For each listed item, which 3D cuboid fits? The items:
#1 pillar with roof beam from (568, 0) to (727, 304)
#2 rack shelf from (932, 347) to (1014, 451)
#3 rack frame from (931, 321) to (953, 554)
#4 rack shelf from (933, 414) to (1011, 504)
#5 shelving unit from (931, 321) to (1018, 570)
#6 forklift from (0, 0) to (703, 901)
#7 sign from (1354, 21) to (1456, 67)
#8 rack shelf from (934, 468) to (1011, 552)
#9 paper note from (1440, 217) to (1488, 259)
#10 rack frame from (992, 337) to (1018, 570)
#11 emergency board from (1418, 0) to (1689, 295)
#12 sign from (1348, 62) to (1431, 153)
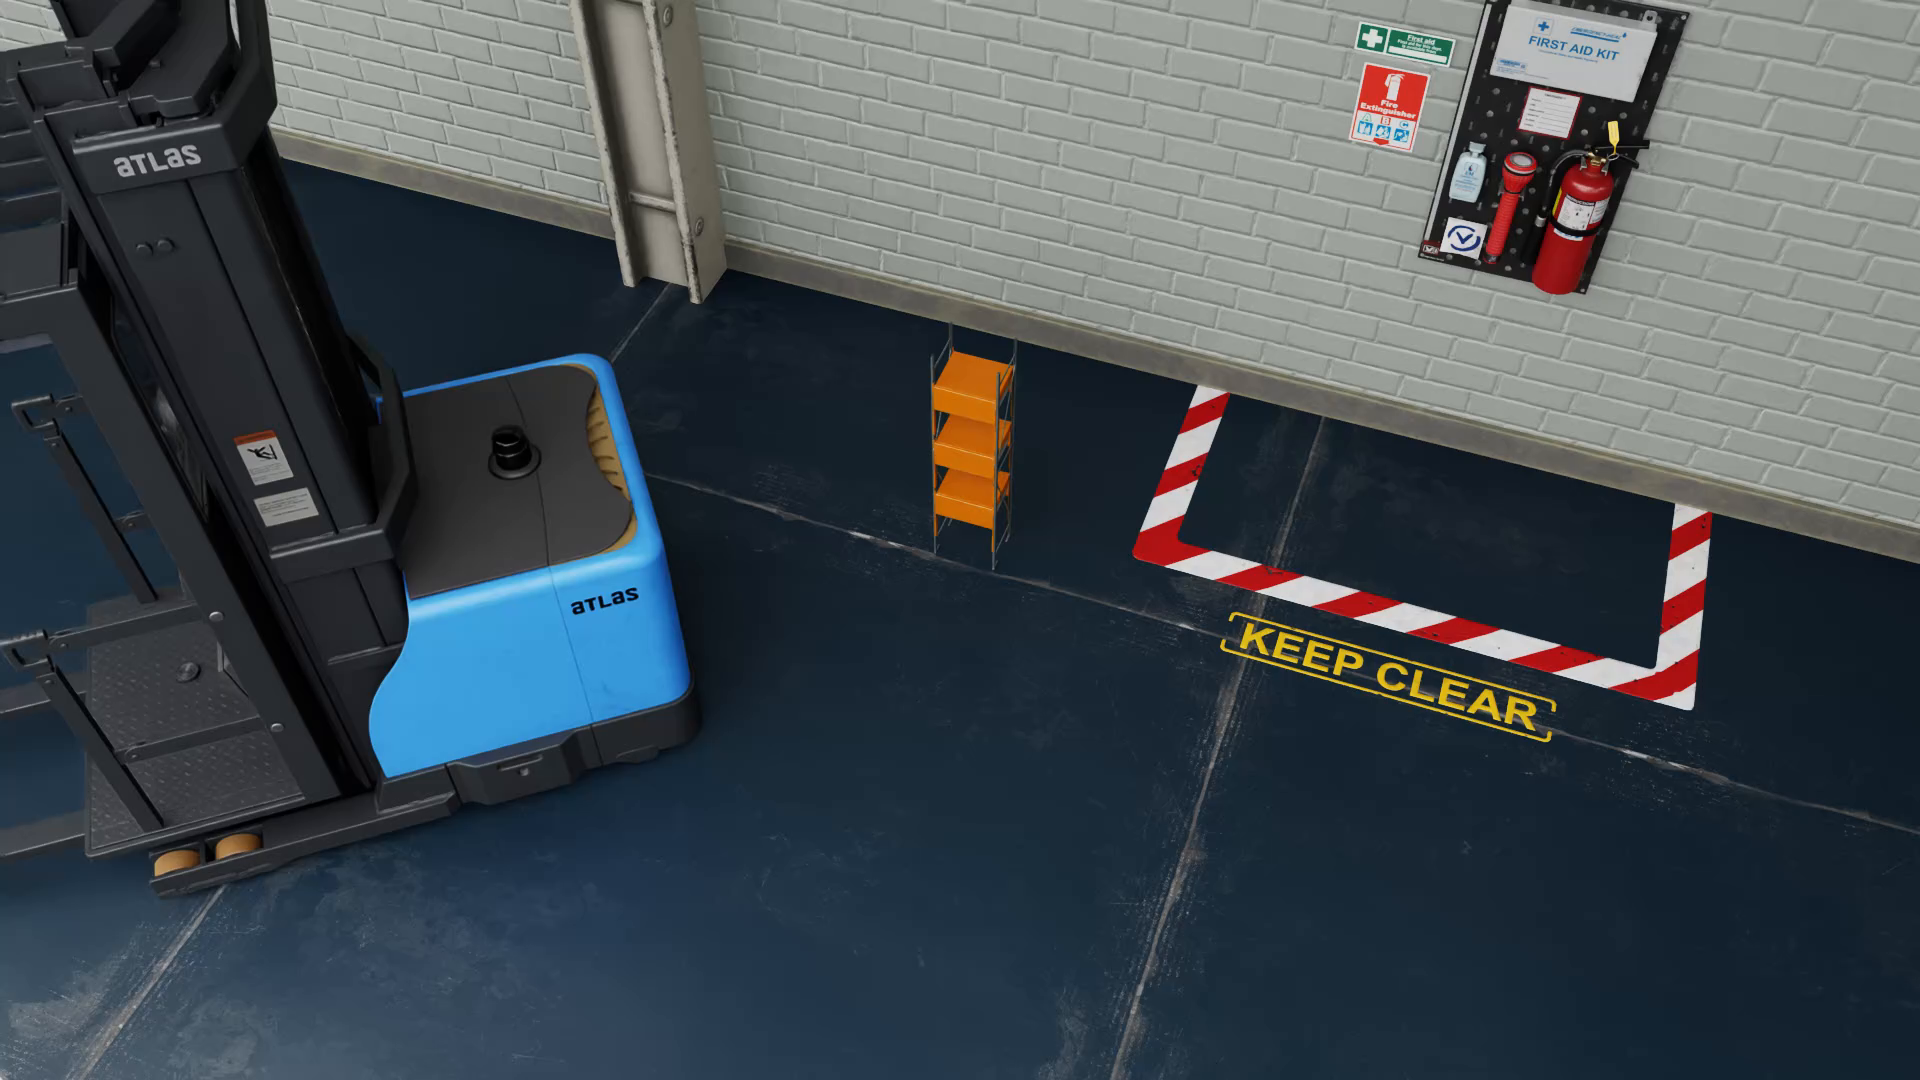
[{"bbox_3d":[-2.800,-1.126,1.637,0.400,9.000,9.100,16,51,13],"label":"pillar with roof beam"},{"bbox_3d":[0.050,-0.509,6.001,0.240,0.259,0.215,16,51,13],"label":"rack shelf"},{"bbox_3d":[-0.064,-0.362,6.235,0.008,1.050,0.200,16,51,13],"label":"rack frame"},{"bbox_3d":[0.050,-0.323,6.216,0.240,0.259,0.215,16,51,13],"label":"rack shelf"},{"bbox_3d":[0.050,-0.330,6.208,0.252,1.050,0.215,16,51,13],"label":"shelving unit"},{"bbox_3d":[-2.496,-0.221,4.869,3.031,2.935,1.130,-14,51,-12],"label":"forklift"},{"bbox_3d":[1.534,-1.711,5.740,0.331,0.109,0.001,16,51,13],"label":"sign"},{"bbox_3d":[0.050,-0.141,6.426,0.240,0.259,0.215,16,51,13],"label":"rack shelf"},{"bbox_3d":[1.873,-1.122,6.187,0.142,0.148,0.016,16,51,13],"label":"paper note"},{"bbox_3d":[0.165,-0.298,6.180,0.008,1.050,0.200,16,51,13],"label":"rack frame"},{"bbox_3d":[2.016,-1.315,5.772,0.643,1.169,0.194,16,51,13],"label":"emergency board"},{"bbox_3d":[1.533,-1.545,5.947,0.234,0.329,0.001,16,51,13],"label":"sign"}]
